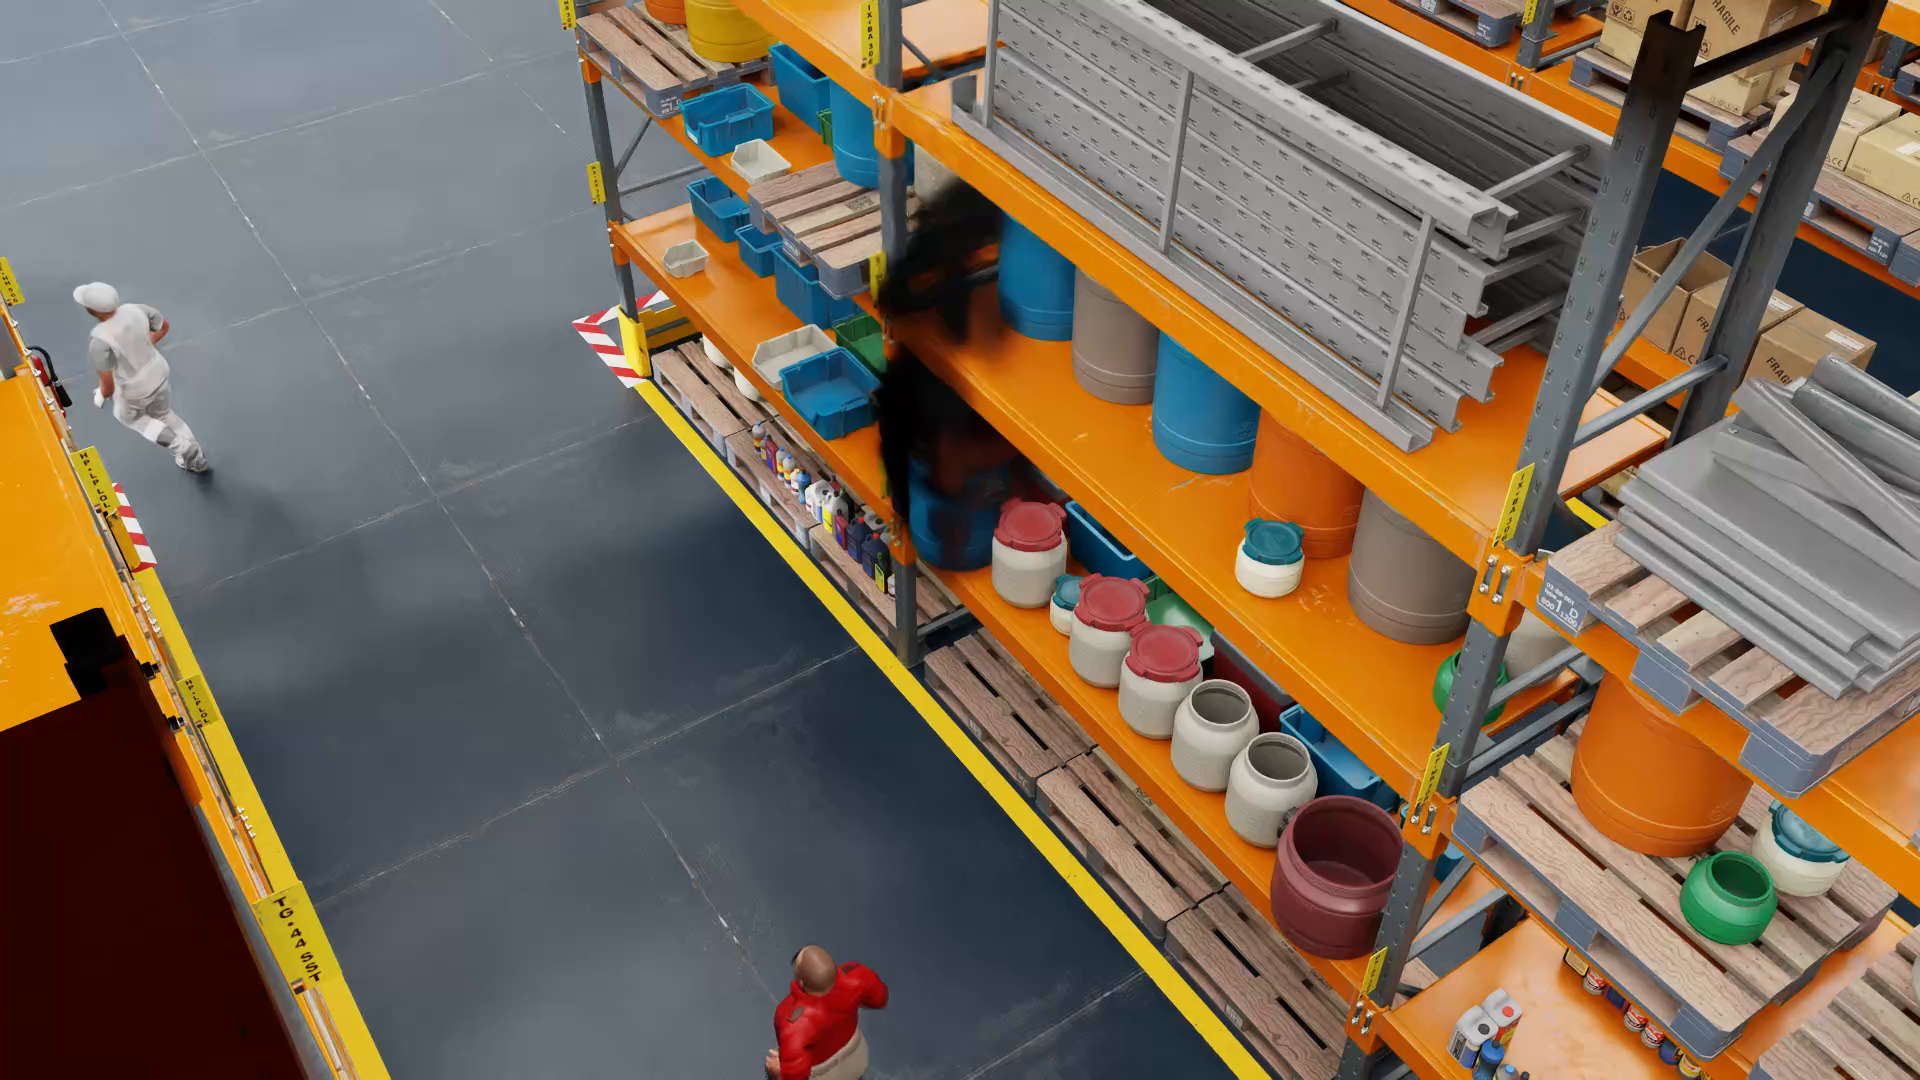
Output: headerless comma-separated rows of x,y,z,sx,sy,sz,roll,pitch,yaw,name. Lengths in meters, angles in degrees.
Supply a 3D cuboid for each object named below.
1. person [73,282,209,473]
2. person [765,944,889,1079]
-5.794,-1.110,11.688,0.531,1.736,0.715,15,45,16,person
-0.614,2.374,7.563,0.663,1.699,0.752,-32,52,-30,person
